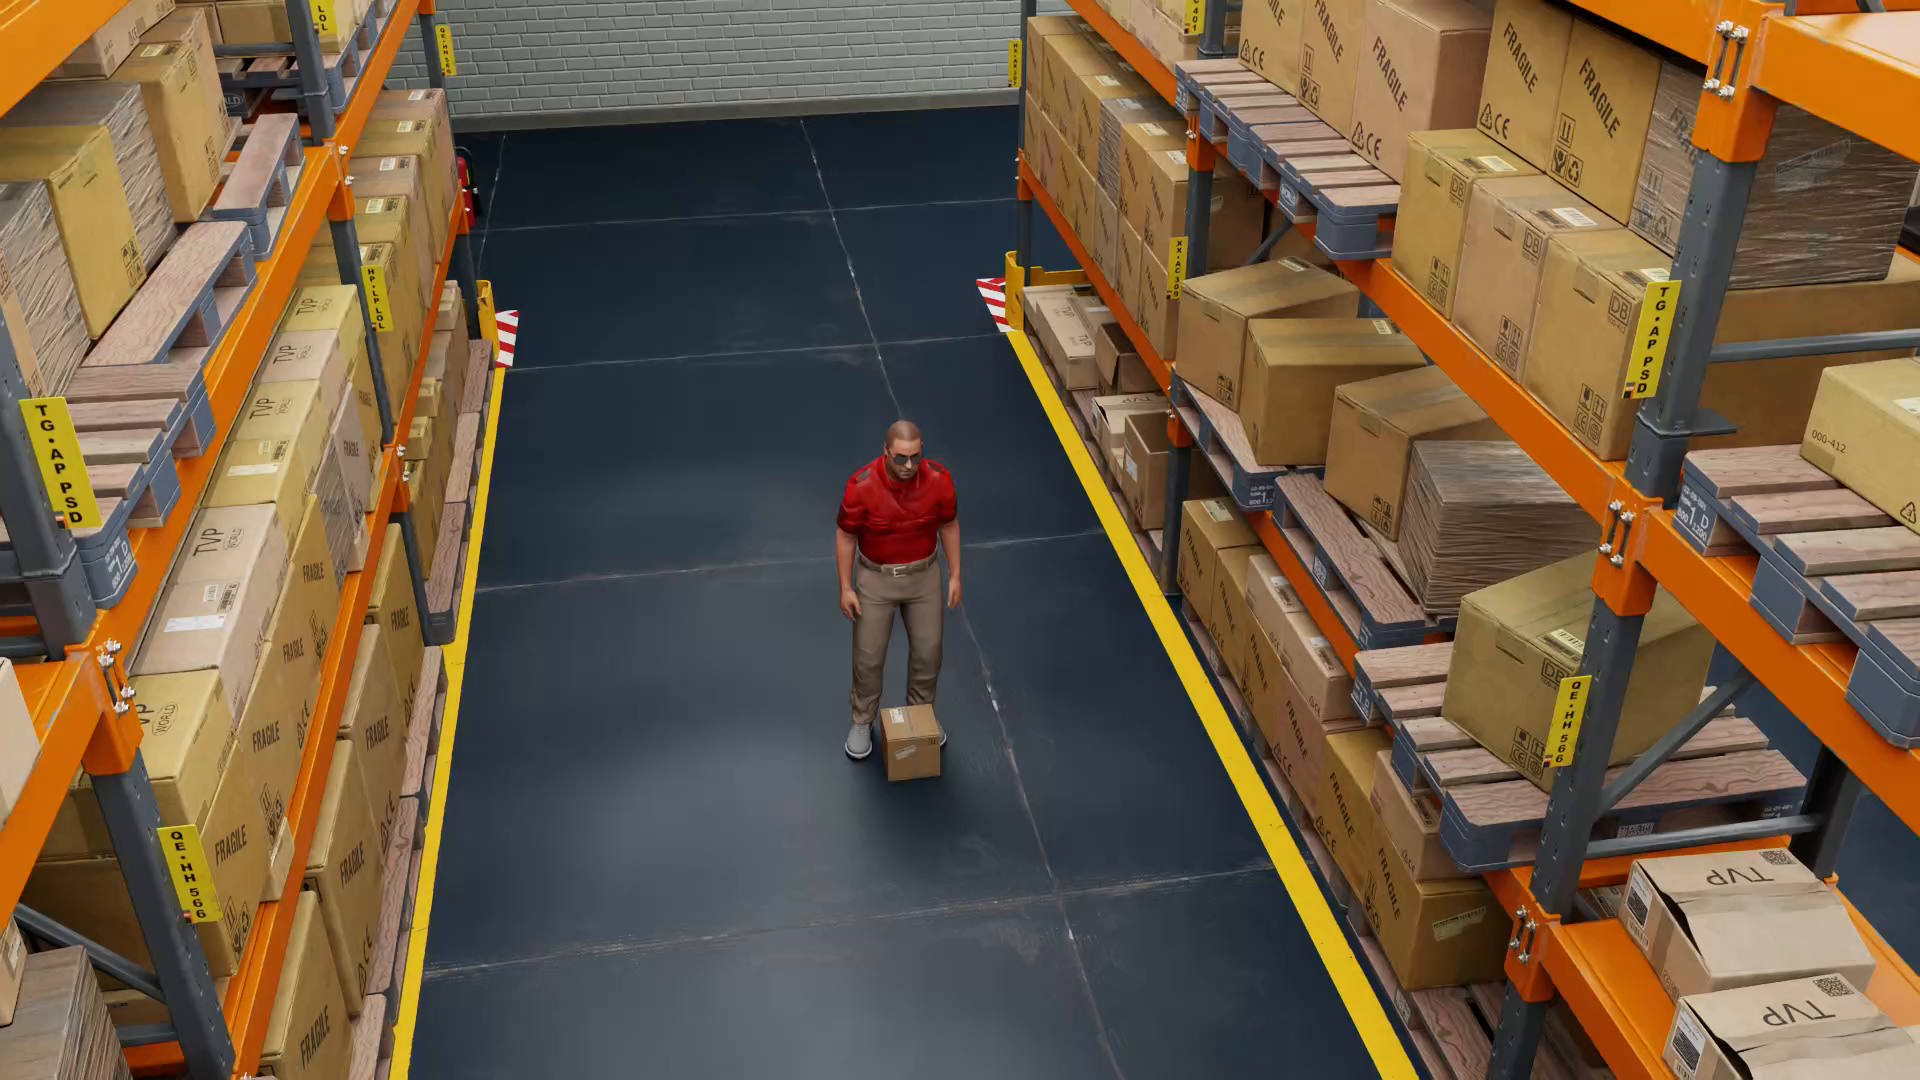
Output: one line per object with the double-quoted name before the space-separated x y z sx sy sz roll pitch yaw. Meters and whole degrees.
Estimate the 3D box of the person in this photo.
"person" -0.285 0.204 7.803 0.603 1.728 0.384 -7 31 -11
